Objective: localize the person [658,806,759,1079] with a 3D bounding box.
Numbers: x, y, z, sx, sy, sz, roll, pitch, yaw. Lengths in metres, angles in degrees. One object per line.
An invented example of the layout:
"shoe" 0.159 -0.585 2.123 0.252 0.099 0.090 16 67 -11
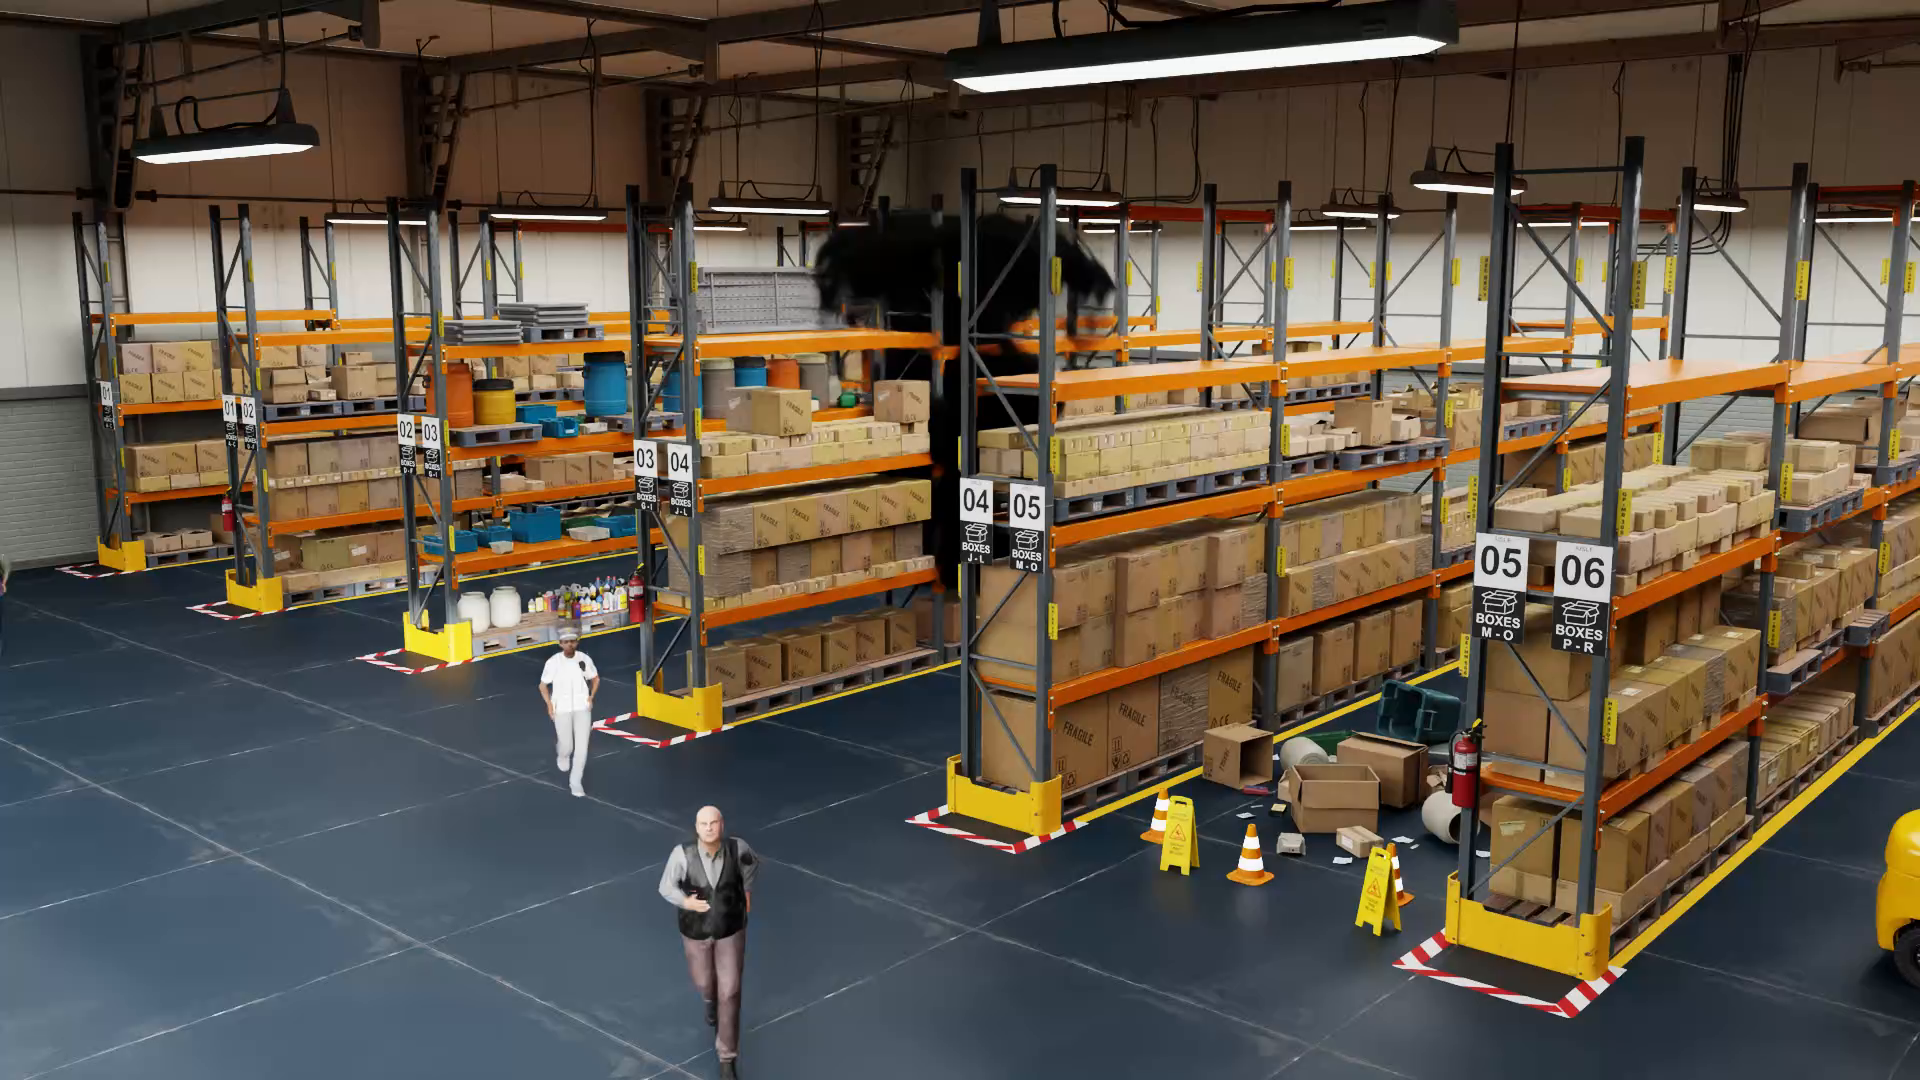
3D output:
"person" -1.625 2.562 10.813 0.624 1.770 1.009 -1 9 -3

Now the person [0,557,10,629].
"person" -12.841 0.754 21.992 0.537 1.586 0.804 -6 11 -31

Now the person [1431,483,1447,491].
"person" 7.617 -0.060 26.359 0.934 1.767 0.710 -9 13 -44

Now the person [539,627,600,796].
"person" -3.840 1.655 16.428 0.588 1.666 0.583 -4 10 -20
